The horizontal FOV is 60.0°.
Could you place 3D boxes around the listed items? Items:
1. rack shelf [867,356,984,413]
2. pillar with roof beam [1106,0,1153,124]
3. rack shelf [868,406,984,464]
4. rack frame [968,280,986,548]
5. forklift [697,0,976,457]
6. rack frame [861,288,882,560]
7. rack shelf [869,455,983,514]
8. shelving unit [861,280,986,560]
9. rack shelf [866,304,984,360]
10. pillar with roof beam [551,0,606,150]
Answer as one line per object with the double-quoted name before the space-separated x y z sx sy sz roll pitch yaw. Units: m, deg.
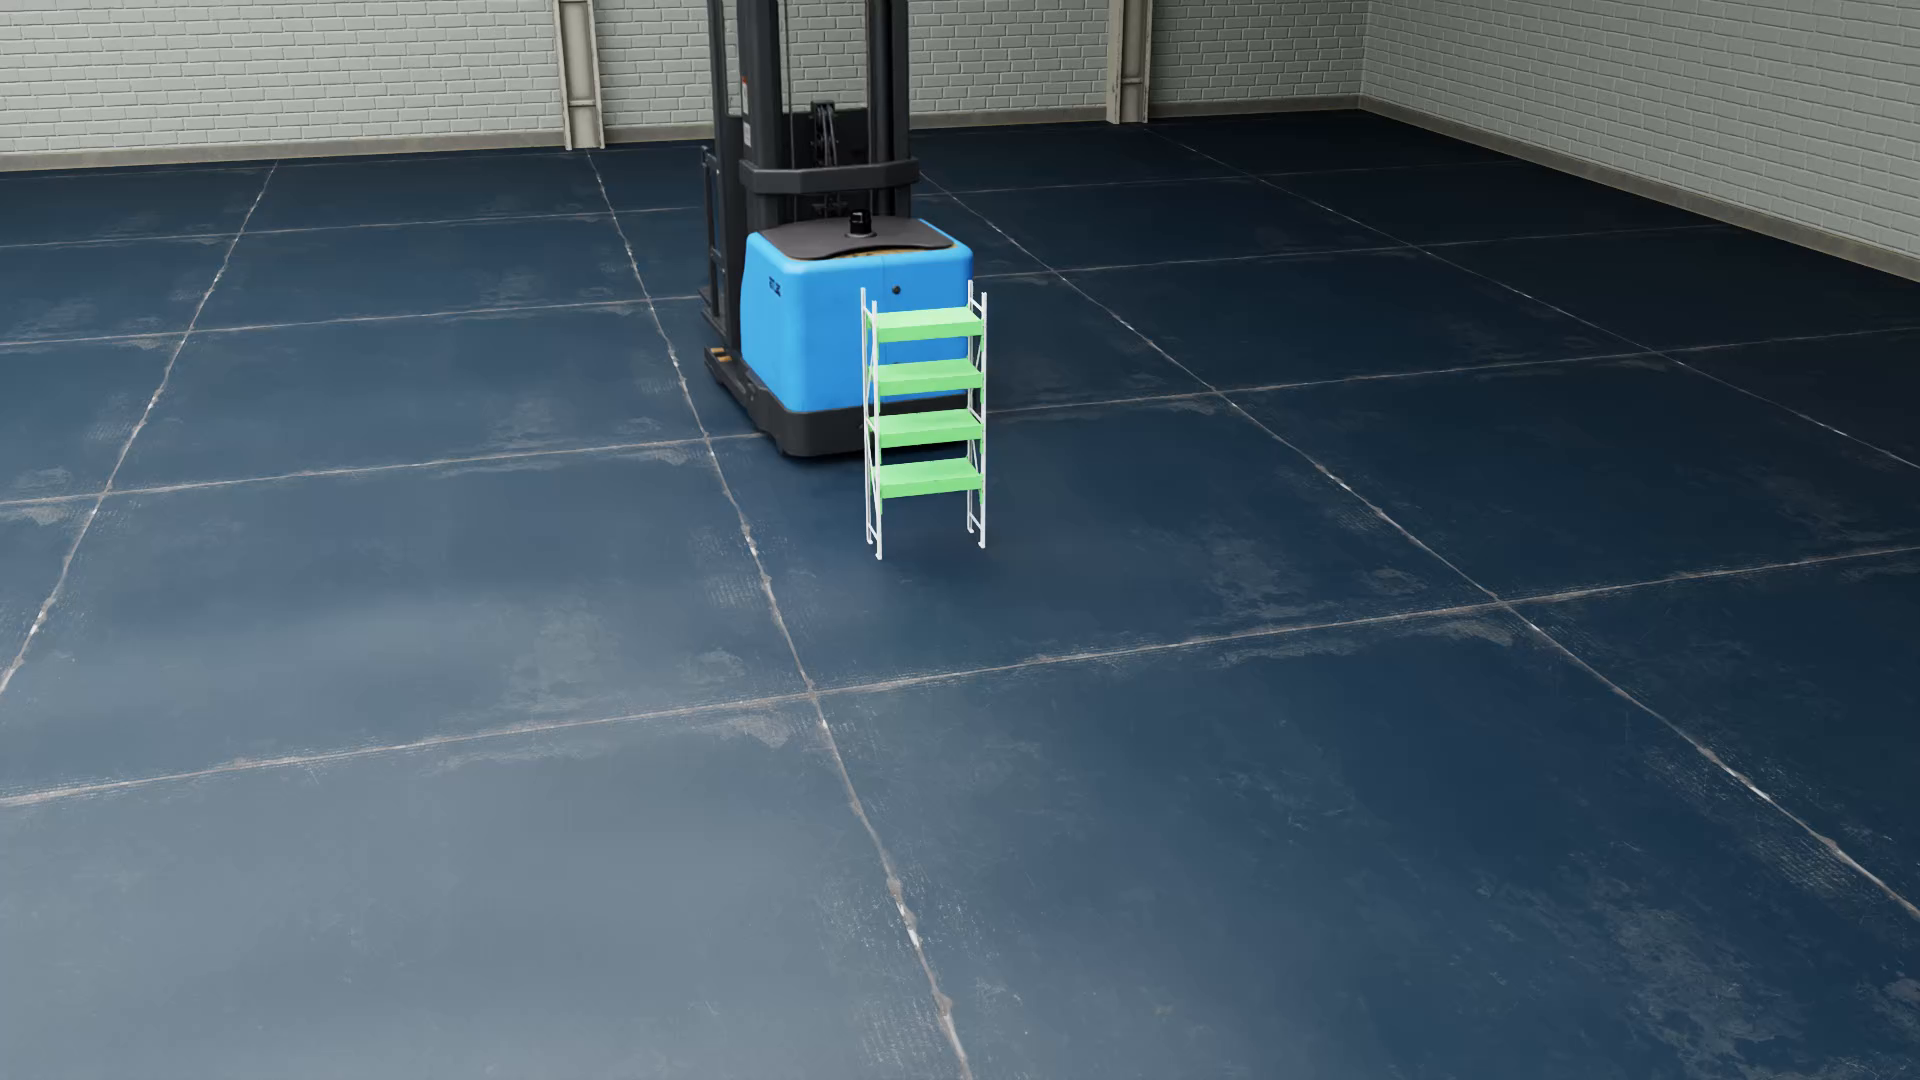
"rack shelf" -0.159 -0.696 7.403 0.480 0.148 0.258 -6 24 -14
"pillar with roof beam" 3.044 -7.229 13.185 0.400 9.000 9.100 -6 24 -14
"rack shelf" -0.159 -0.475 7.498 0.480 0.148 0.258 -6 24 -14
"rack frame" 0.076 -0.560 7.533 0.015 1.200 0.240 -6 24 -14
"forklift" -0.908 -2.328 9.457 1.130 2.935 3.031 -8 25 -19
"rack frame" -0.394 -0.508 7.412 0.015 1.200 0.240 -6 24 -14
"rack shelf" -0.159 -0.254 7.592 0.480 0.148 0.258 -6 24 -14
"shelving unit" -0.159 -0.534 7.472 0.503 1.200 0.258 -6 24 -14
"rack shelf" -0.159 -0.916 7.308 0.480 0.148 0.258 -6 24 -14
"pillar with roof beam" -2.733 -6.590 11.695 0.400 9.000 9.100 -6 24 -14
